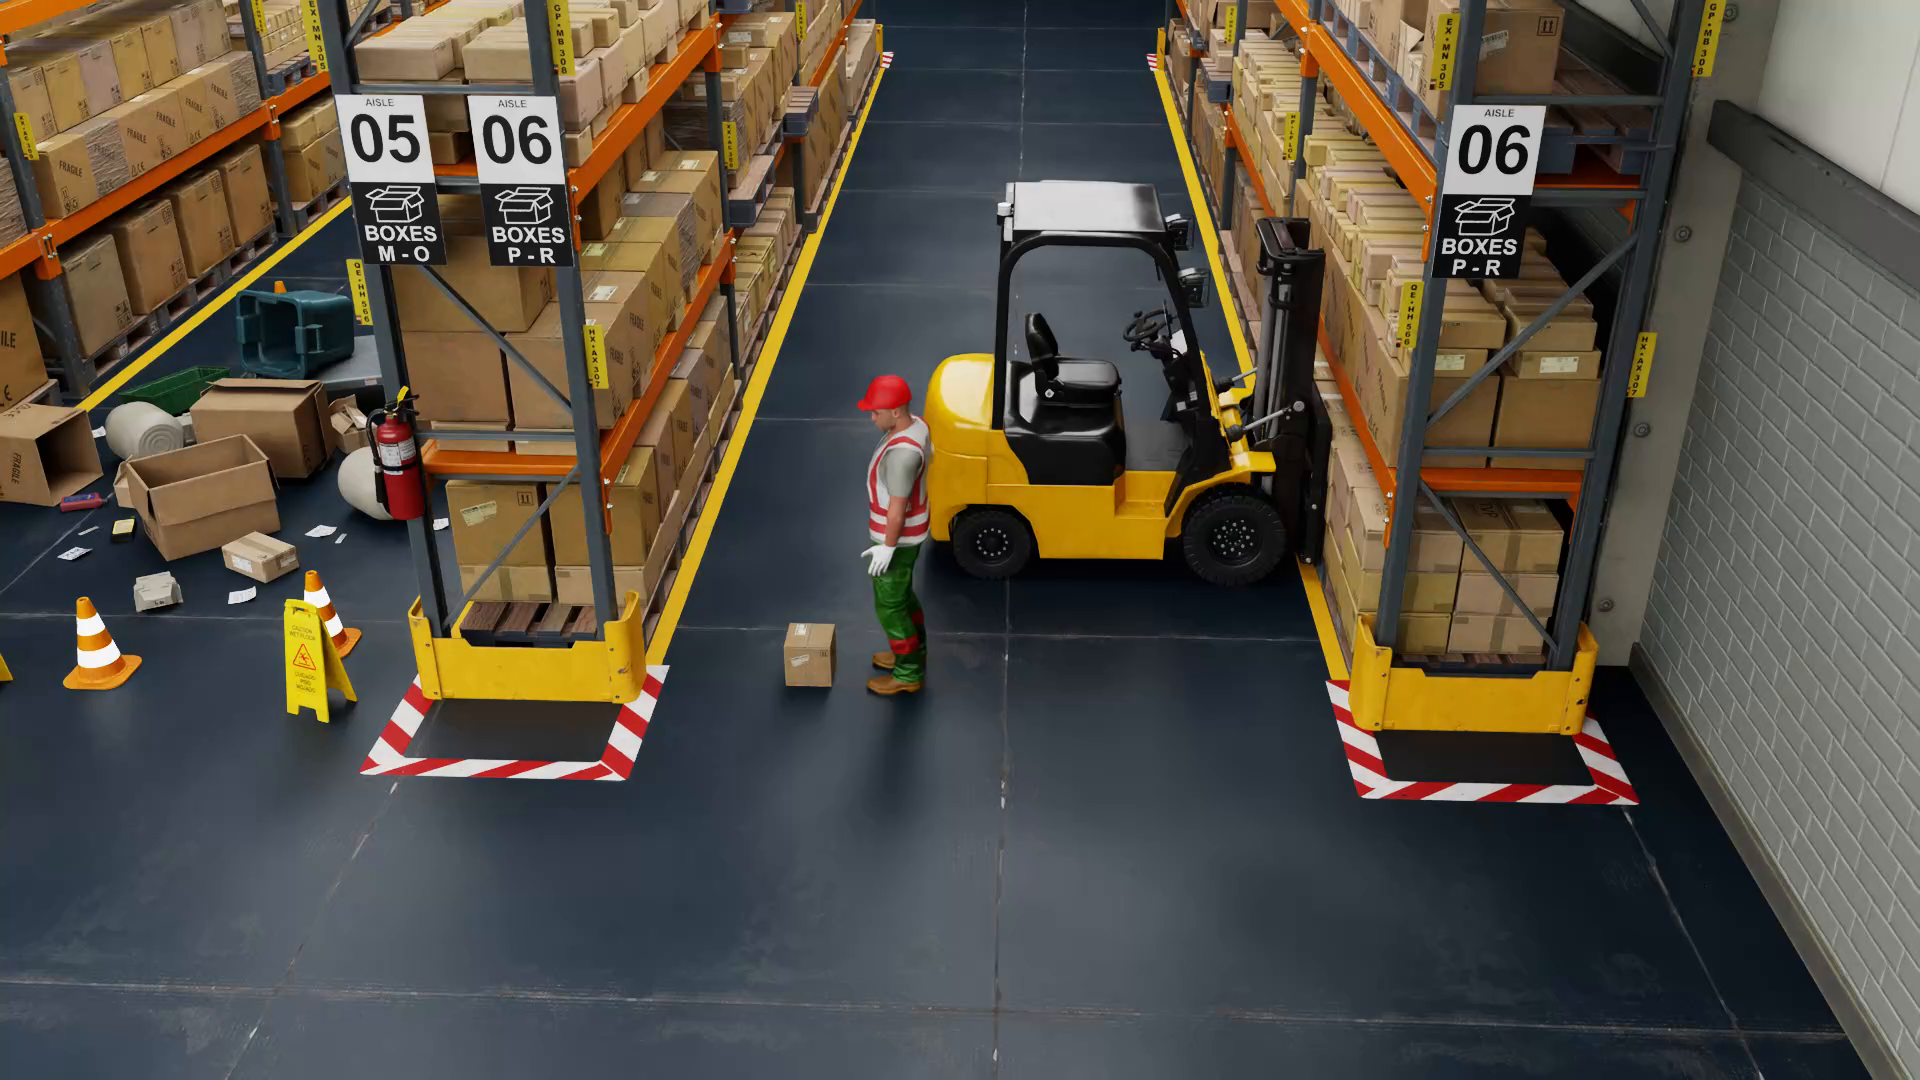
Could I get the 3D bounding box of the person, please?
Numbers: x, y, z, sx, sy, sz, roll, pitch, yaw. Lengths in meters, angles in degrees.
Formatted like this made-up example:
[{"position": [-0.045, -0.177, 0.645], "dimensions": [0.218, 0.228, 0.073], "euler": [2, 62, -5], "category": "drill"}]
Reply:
[{"position": [-0.332, -0.030, 8.665], "dimensions": [0.364, 1.775, 0.529], "euler": [2, 28, 3], "category": "person"}]
